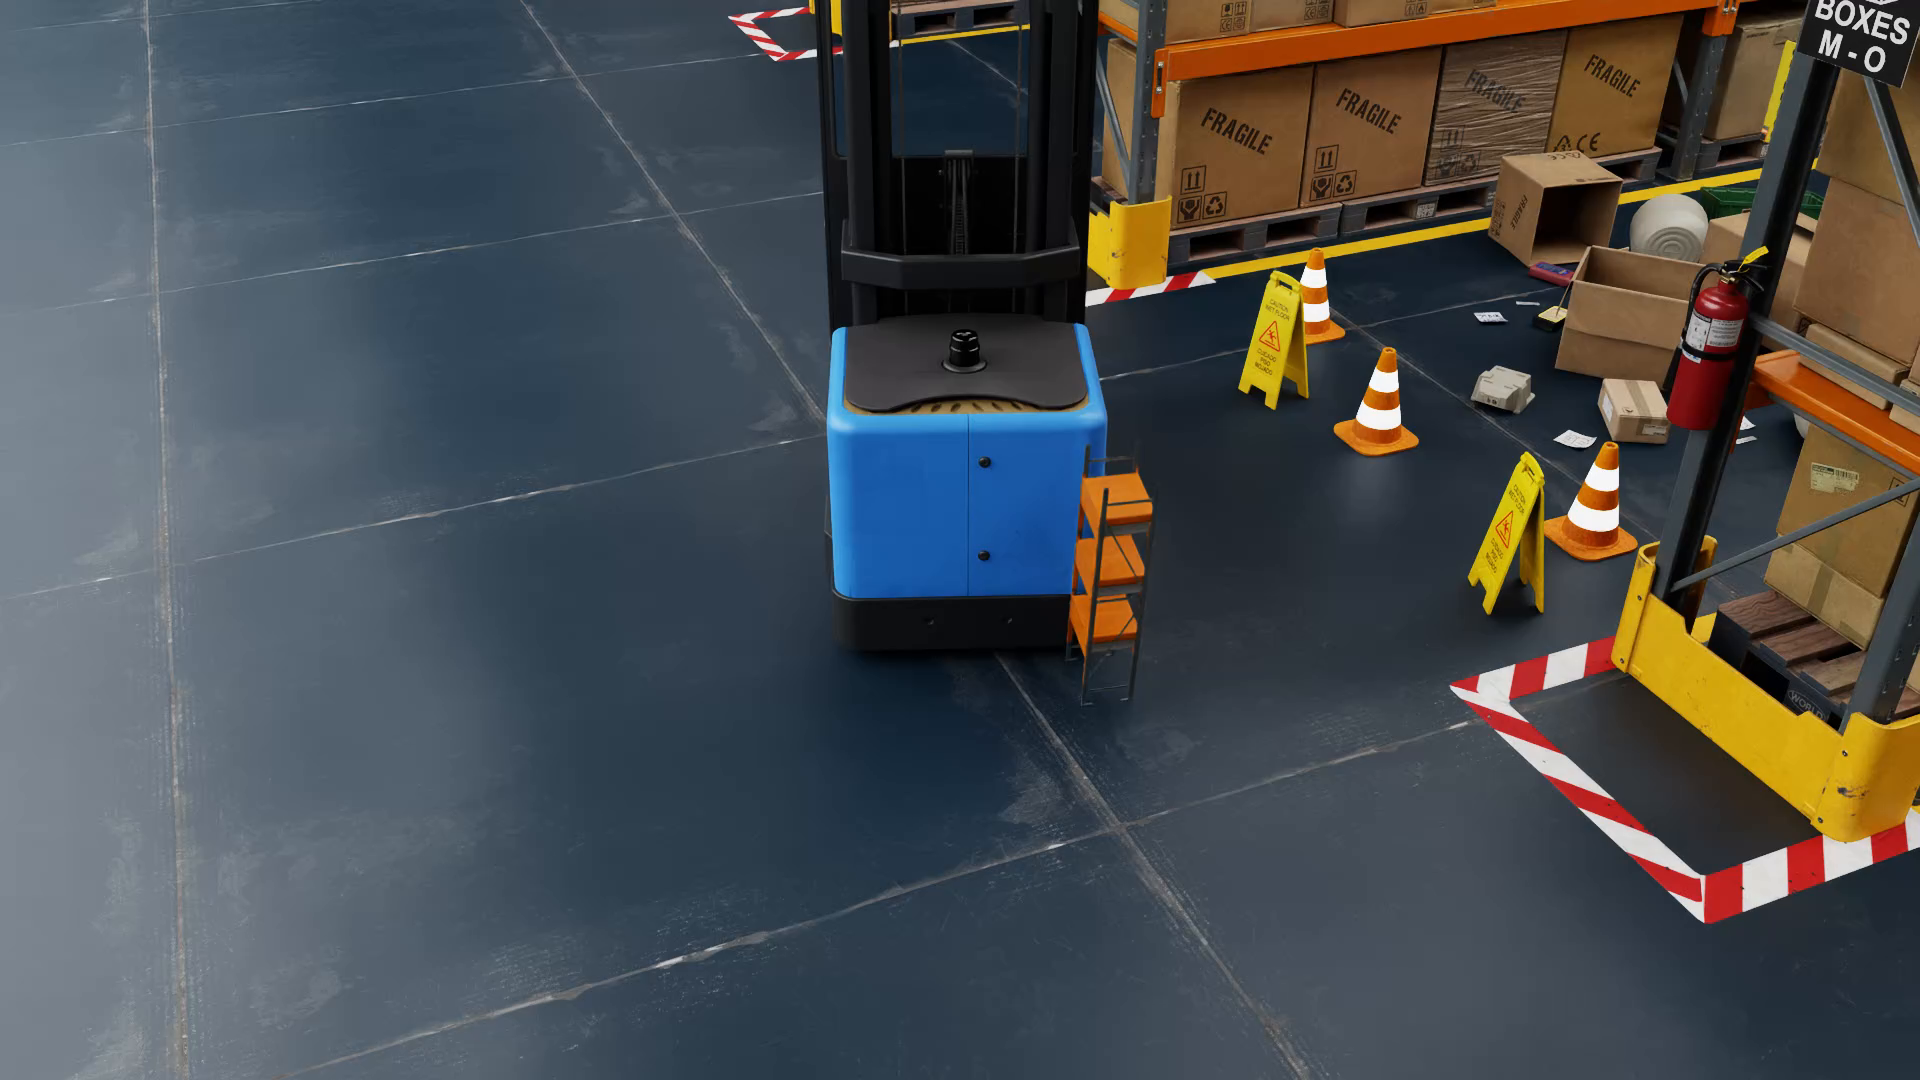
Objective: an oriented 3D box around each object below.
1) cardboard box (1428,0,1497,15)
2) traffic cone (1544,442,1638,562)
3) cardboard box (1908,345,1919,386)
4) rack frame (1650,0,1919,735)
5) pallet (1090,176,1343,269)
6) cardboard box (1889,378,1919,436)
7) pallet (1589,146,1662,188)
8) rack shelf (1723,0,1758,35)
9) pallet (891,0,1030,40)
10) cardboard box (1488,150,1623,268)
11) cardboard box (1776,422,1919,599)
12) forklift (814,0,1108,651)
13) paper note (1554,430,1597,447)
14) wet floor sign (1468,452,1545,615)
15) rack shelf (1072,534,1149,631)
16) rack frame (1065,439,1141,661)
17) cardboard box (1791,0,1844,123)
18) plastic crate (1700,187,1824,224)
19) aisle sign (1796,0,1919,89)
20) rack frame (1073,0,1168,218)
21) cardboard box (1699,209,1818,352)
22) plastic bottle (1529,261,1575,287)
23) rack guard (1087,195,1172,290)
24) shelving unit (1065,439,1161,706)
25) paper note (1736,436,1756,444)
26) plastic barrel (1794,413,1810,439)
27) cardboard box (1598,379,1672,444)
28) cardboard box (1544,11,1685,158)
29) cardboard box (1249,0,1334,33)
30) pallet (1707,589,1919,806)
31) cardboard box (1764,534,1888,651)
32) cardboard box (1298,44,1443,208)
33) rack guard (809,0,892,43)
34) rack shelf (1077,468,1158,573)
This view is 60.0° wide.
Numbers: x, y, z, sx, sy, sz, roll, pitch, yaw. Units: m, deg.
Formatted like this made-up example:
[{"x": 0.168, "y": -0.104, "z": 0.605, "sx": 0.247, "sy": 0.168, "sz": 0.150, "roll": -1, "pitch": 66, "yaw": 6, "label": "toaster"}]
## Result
[{"x": 2.701, "y": -3.476, "z": 9.704, "sx": 0.500, "sy": 0.550, "sz": 0.875, "roll": -13, "pitch": 35, "yaw": -19, "label": "cardboard box"}, {"x": 2.747, "y": -0.206, "z": 7.142, "sx": 0.334, "sy": 0.463, "sz": 0.336, "roll": -13, "pitch": 35, "yaw": -19, "label": "traffic cone"}, {"x": 3.394, "y": -0.656, "z": 5.144, "sx": 0.500, "sy": 0.500, "sz": 0.500, "roll": -13, "pitch": 35, "yaw": -20, "label": "cardboard box"}, {"x": 2.850, "y": -0.529, "z": 5.313, "sx": 0.127, "sy": 3.000, "sz": 1.000, "roll": -13, "pitch": 35, "yaw": -19, "label": "rack frame"}, {"x": 1.547, "y": -2.036, "z": 10.186, "sx": 1.213, "sy": 0.211, "sz": 1.003, "roll": -13, "pitch": 35, "yaw": -19, "label": "pallet"}, {"x": 3.243, "y": -0.392, "z": 5.332, "sx": 0.250, "sy": 0.149, "sz": 0.380, "roll": -13, "pitch": 35, "yaw": -19, "label": "cardboard box"}, {"x": 3.797, "y": -2.552, "z": 10.978, "sx": 1.213, "sy": 0.211, "sz": 1.003, "roll": -13, "pitch": 35, "yaw": -19, "label": "pallet"}, {"x": 6.372, "y": -3.962, "z": 11.249, "sx": 4.000, "sy": 0.370, "sz": 1.077, "roll": -13, "pitch": 35, "yaw": -19, "label": "rack shelf"}, {"x": -0.154, "y": -4.514, "z": 13.993, "sx": 1.213, "sy": 0.211, "sz": 1.003, "roll": -13, "pitch": 35, "yaw": -19, "label": "pallet"}, {"x": 3.494, "y": -1.951, "z": 9.788, "sx": 0.500, "sy": 0.500, "sz": 0.500, "roll": -7, "pitch": 34, "yaw": -11, "label": "cardboard box"}, {"x": 3.487, "y": -0.167, "z": 6.206, "sx": 0.500, "sy": 0.500, "sz": 0.500, "roll": -13, "pitch": 35, "yaw": -19, "label": "cardboard box"}, {"x": -0.022, "y": -1.571, "z": 6.976, "sx": 1.130, "sy": 2.935, "sz": 3.031, "roll": -1, "pitch": 33, "yaw": -2, "label": "forklift"}, {"x": 2.951, "y": -0.485, "z": 7.968, "sx": 0.142, "sy": 0.019, "sz": 0.148, "roll": -27, "pitch": 42, "yaw": -35, "label": "paper note"}, {"x": 2.260, "y": -0.040, "z": 6.721, "sx": 0.232, "sy": 0.644, "sz": 0.267, "roll": -2, "pitch": 33, "yaw": -2, "label": "wet floor sign"}, {"x": 0.546, "y": 0.146, "z": 6.060, "sx": 0.215, "sy": 0.259, "sz": 0.240, "roll": -6, "pitch": 41, "yaw": -10, "label": "rack shelf"}, {"x": 0.522, "y": 0.060, "z": 6.143, "sx": 0.200, "sy": 1.050, "sz": 0.008, "roll": -6, "pitch": 41, "yaw": -10, "label": "rack frame"}, {"x": 5.957, "y": -3.453, "z": 11.484, "sx": 0.750, "sy": 0.750, "sz": 1.050, "roll": -13, "pitch": 35, "yaw": -19, "label": "cardboard box"}, {"x": 4.875, "y": -1.992, "z": 10.086, "sx": 0.662, "sy": 0.188, "sz": 0.450, "roll": 4, "pitch": 23, "yaw": 6, "label": "plastic crate"}, {"x": 2.680, "y": -1.752, "z": 4.808, "sx": 0.004, "sy": 0.787, "sz": 0.394, "roll": -13, "pitch": 35, "yaw": -19, "label": "aisle sign"}, {"x": 0.840, "y": -2.997, "z": 9.106, "sx": 0.127, "sy": 3.000, "sz": 1.000, "roll": -13, "pitch": 35, "yaw": -19, "label": "rack frame"}, {"x": 4.348, "y": -1.385, "z": 8.793, "sx": 0.503, "sy": 0.637, "sz": 0.797, "roll": -13, "pitch": 35, "yaw": -19, "label": "cardboard box"}, {"x": 3.419, "y": -1.514, "z": 9.521, "sx": 0.133, "sy": 0.061, "sz": 0.283, "roll": -27, "pitch": 42, "yaw": -35, "label": "plastic bottle"}, {"x": 0.818, "y": -1.944, "z": 9.780, "sx": 0.348, "sy": 0.500, "sz": 1.175, "roll": -13, "pitch": 35, "yaw": -19, "label": "rack guard"}, {"x": 0.546, "y": 0.138, "z": 6.053, "sx": 0.215, "sy": 1.050, "sz": 0.252, "roll": -6, "pitch": 41, "yaw": -10, "label": "shelving unit"}, {"x": 3.767, "y": -0.480, "z": 7.979, "sx": 0.123, "sy": 0.001, "sz": 0.032, "roll": -13, "pitch": 35, "yaw": -19, "label": "paper note"}, {"x": 4.168, "y": -0.647, "z": 7.856, "sx": 0.421, "sy": 0.421, "sz": 0.512, "roll": 10, "pitch": 34, "yaw": 14, "label": "plastic barrel"}, {"x": 3.275, "y": -0.627, "z": 8.077, "sx": 0.250, "sy": 0.149, "sz": 0.380, "roll": 4, "pitch": 33, "yaw": 6, "label": "cardboard box"}, {"x": 3.921, "y": -3.030, "z": 10.719, "sx": 0.875, "sy": 0.875, "sz": 0.875, "roll": -12, "pitch": 35, "yaw": -18, "label": "cardboard box"}, {"x": 1.663, "y": -3.288, "z": 9.416, "sx": 0.550, "sy": 0.550, "sz": 0.875, "roll": -13, "pitch": 35, "yaw": -19, "label": "cardboard box"}, {"x": 3.682, "y": 0.470, "z": 6.335, "sx": 1.213, "sy": 0.211, "sz": 1.003, "roll": -13, "pitch": 35, "yaw": -19, "label": "pallet"}, {"x": 3.513, "y": 0.136, "z": 6.427, "sx": 0.500, "sy": 0.250, "sz": 0.500, "roll": -13, "pitch": 35, "yaw": -19, "label": "cardboard box"}, {"x": 2.250, "y": -2.646, "z": 10.129, "sx": 0.875, "sy": 0.875, "sz": 0.875, "roll": -13, "pitch": 35, "yaw": -20, "label": "cardboard box"}, {"x": -0.917, "y": -4.481, "z": 13.678, "sx": 0.348, "sy": 0.500, "sz": 1.175, "roll": -13, "pitch": 35, "yaw": -19, "label": "rack guard"}, {"x": 0.553, "y": -0.070, "z": 5.876, "sx": 0.215, "sy": 0.259, "sz": 0.240, "roll": -6, "pitch": 41, "yaw": -10, "label": "rack shelf"}]
